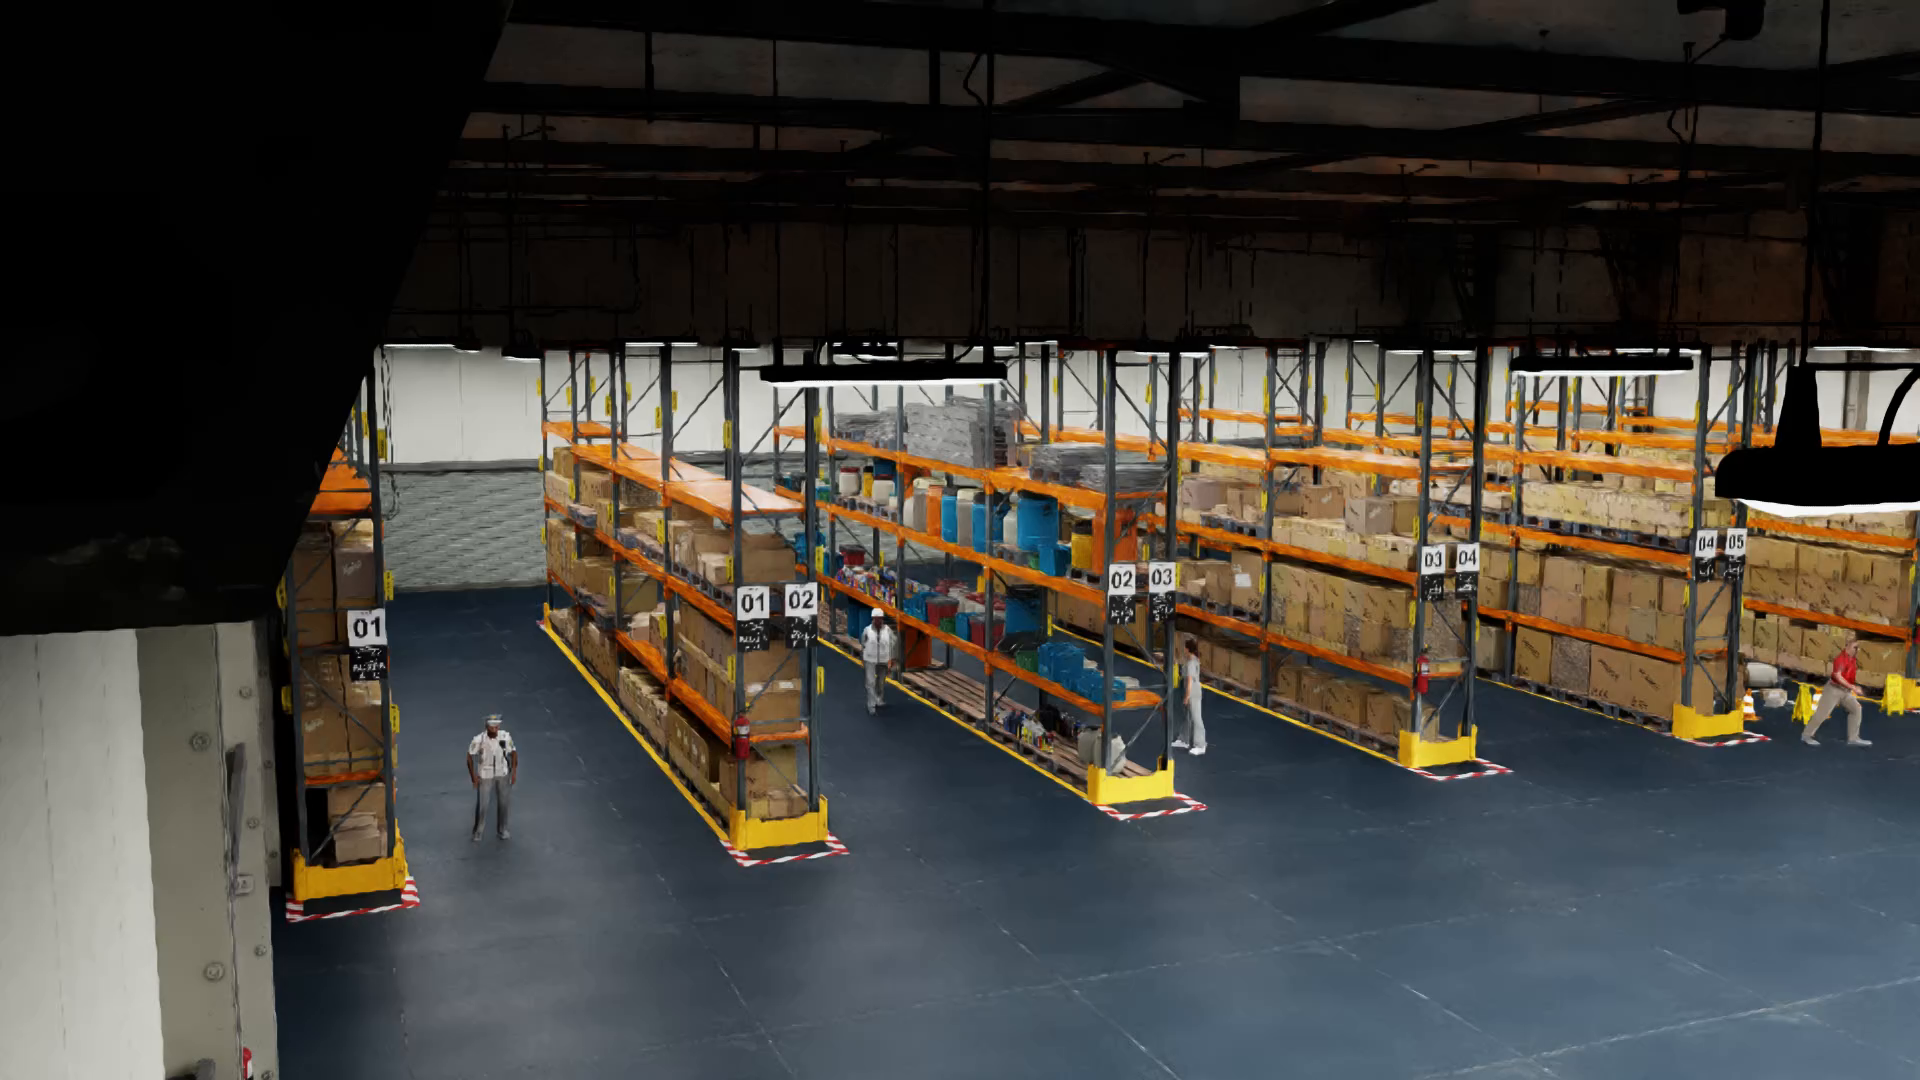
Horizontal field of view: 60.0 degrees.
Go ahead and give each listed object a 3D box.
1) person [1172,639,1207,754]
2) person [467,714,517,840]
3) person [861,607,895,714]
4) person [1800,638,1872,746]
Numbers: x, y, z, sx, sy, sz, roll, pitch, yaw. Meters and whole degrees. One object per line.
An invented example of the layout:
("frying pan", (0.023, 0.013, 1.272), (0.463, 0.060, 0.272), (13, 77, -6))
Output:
("person", (3.392, 2.290, 24.648), (0.569, 1.668, 0.563), (1, 8, 10))
("person", (-5.731, 2.892, 20.392), (0.592, 1.625, 0.513), (-3, 8, -23))
("person", (-1.336, 1.947, 27.164), (0.539, 1.715, 1.031), (-2, 8, -13))
("person", (13.171, 2.264, 24.935), (0.700, 1.659, 0.863), (-6, 10, -39))
